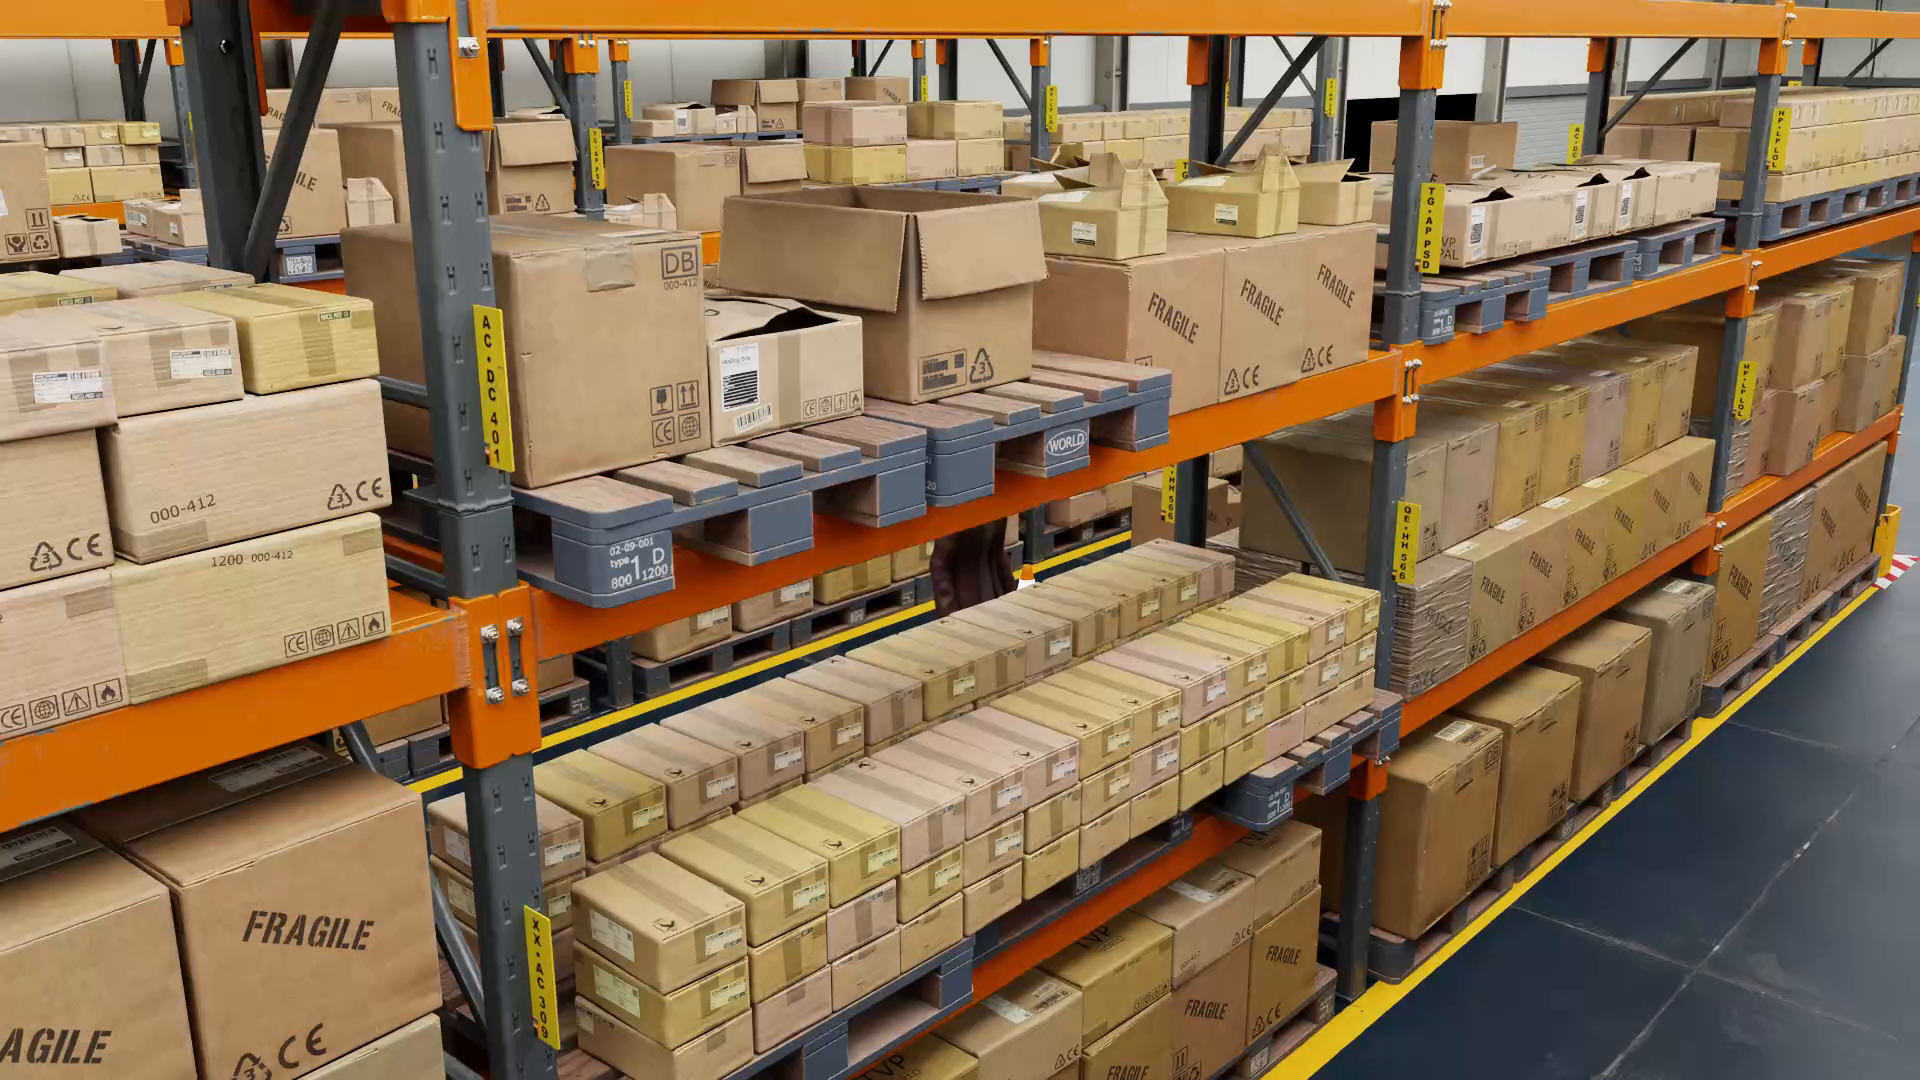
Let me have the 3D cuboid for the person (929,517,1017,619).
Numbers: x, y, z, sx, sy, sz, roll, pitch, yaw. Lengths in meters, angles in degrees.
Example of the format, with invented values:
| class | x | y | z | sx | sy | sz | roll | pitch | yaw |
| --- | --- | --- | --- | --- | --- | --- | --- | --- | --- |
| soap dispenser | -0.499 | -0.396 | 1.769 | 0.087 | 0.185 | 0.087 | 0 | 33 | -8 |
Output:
| class | x | y | z | sx | sy | sz | roll | pitch | yaw |
| --- | --- | --- | --- | --- | --- | --- | --- | --- | --- |
| person | 0.085 | 0.365 | 9.348 | 0.418 | 1.774 | 0.656 | 13 | 21 | 37 |
